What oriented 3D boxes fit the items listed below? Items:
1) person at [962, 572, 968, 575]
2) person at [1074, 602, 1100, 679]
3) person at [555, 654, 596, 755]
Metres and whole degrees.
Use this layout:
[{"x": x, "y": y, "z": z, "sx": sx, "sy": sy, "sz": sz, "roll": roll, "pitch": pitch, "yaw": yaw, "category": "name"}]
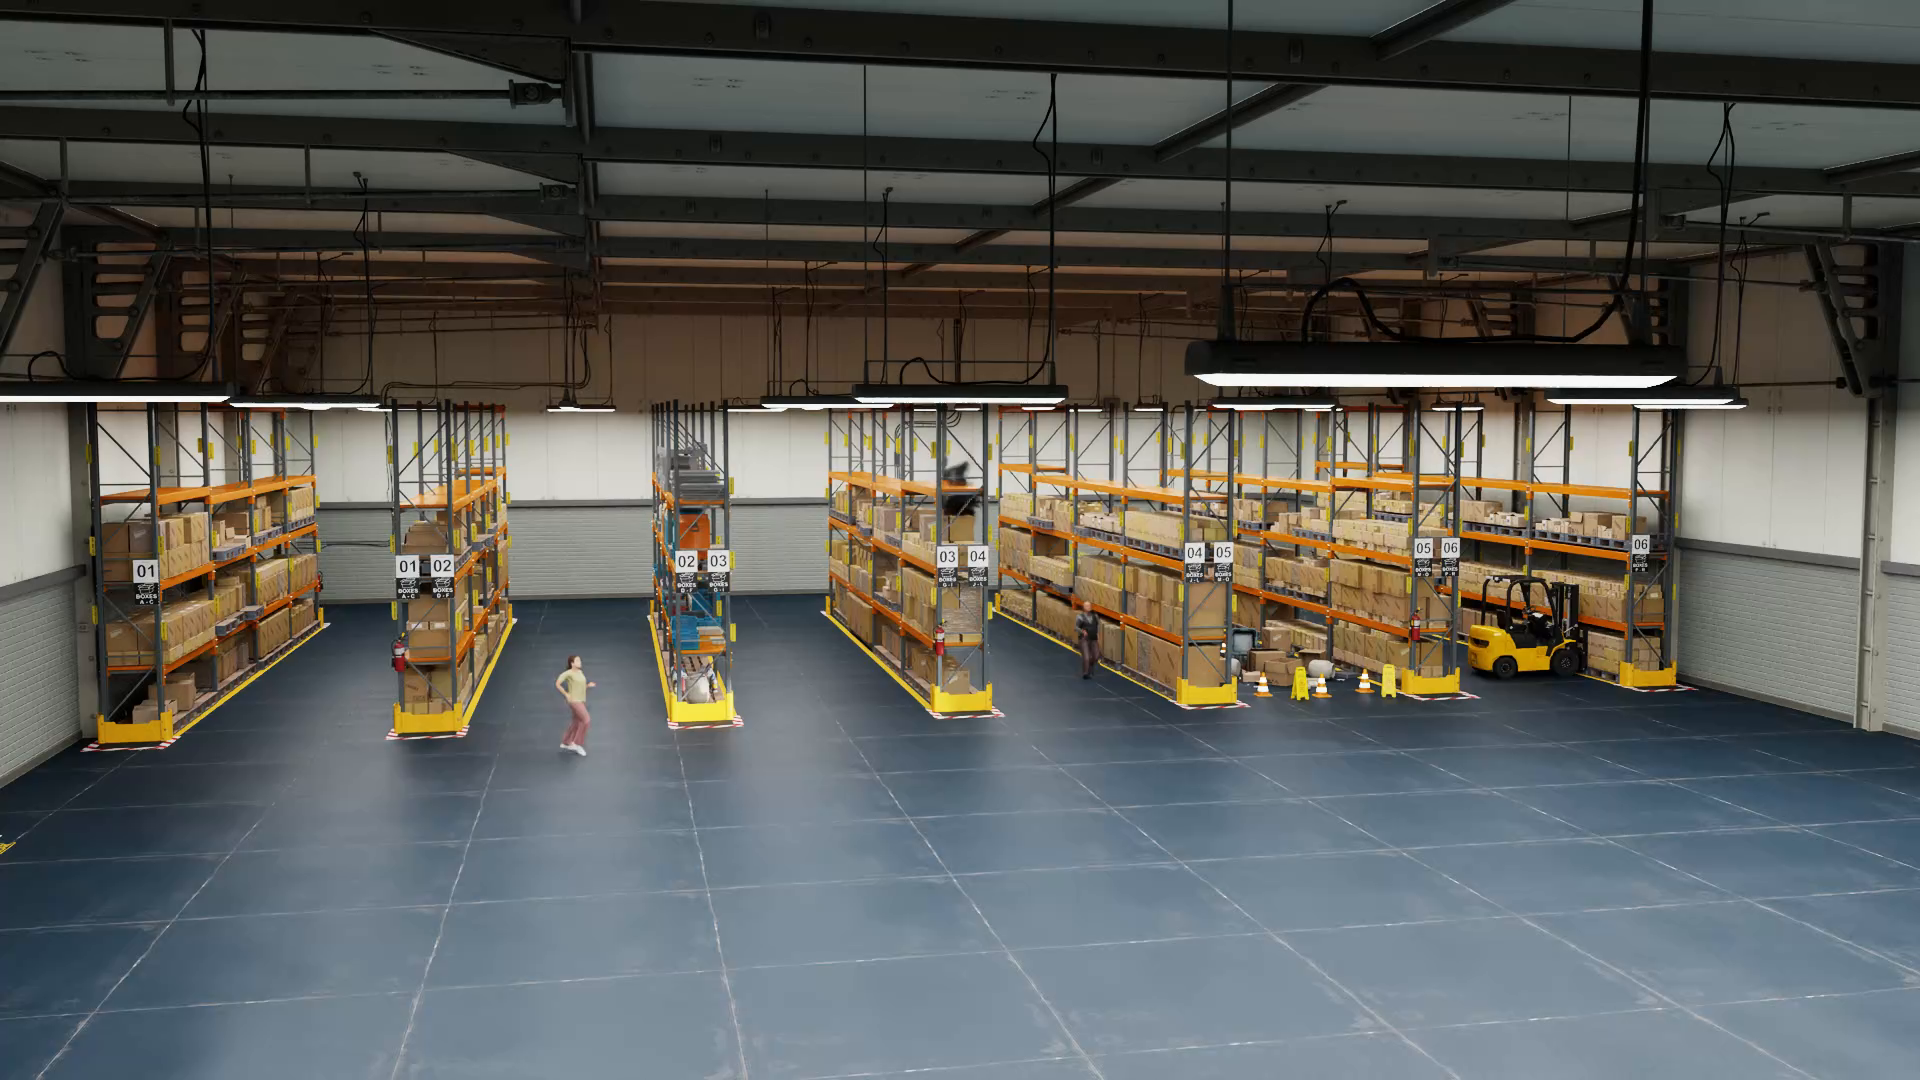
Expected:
[{"x": 0.145, "y": 1.321, "z": 47.074, "sx": 0.693, "sy": 1.725, "sz": 0.651, "roll": -1, "pitch": 4, "yaw": -8, "category": "person"}, {"x": 2.787, "y": 2.176, "z": 35.857, "sx": 0.651, "sy": 1.673, "sz": 0.583, "roll": -1, "pitch": 4, "yaw": -15, "category": "person"}, {"x": -6.476, "y": 2.777, "z": 28.090, "sx": 0.652, "sy": 1.705, "sz": 0.558, "roll": 1, "pitch": 4, "yaw": 13, "category": "person"}]
